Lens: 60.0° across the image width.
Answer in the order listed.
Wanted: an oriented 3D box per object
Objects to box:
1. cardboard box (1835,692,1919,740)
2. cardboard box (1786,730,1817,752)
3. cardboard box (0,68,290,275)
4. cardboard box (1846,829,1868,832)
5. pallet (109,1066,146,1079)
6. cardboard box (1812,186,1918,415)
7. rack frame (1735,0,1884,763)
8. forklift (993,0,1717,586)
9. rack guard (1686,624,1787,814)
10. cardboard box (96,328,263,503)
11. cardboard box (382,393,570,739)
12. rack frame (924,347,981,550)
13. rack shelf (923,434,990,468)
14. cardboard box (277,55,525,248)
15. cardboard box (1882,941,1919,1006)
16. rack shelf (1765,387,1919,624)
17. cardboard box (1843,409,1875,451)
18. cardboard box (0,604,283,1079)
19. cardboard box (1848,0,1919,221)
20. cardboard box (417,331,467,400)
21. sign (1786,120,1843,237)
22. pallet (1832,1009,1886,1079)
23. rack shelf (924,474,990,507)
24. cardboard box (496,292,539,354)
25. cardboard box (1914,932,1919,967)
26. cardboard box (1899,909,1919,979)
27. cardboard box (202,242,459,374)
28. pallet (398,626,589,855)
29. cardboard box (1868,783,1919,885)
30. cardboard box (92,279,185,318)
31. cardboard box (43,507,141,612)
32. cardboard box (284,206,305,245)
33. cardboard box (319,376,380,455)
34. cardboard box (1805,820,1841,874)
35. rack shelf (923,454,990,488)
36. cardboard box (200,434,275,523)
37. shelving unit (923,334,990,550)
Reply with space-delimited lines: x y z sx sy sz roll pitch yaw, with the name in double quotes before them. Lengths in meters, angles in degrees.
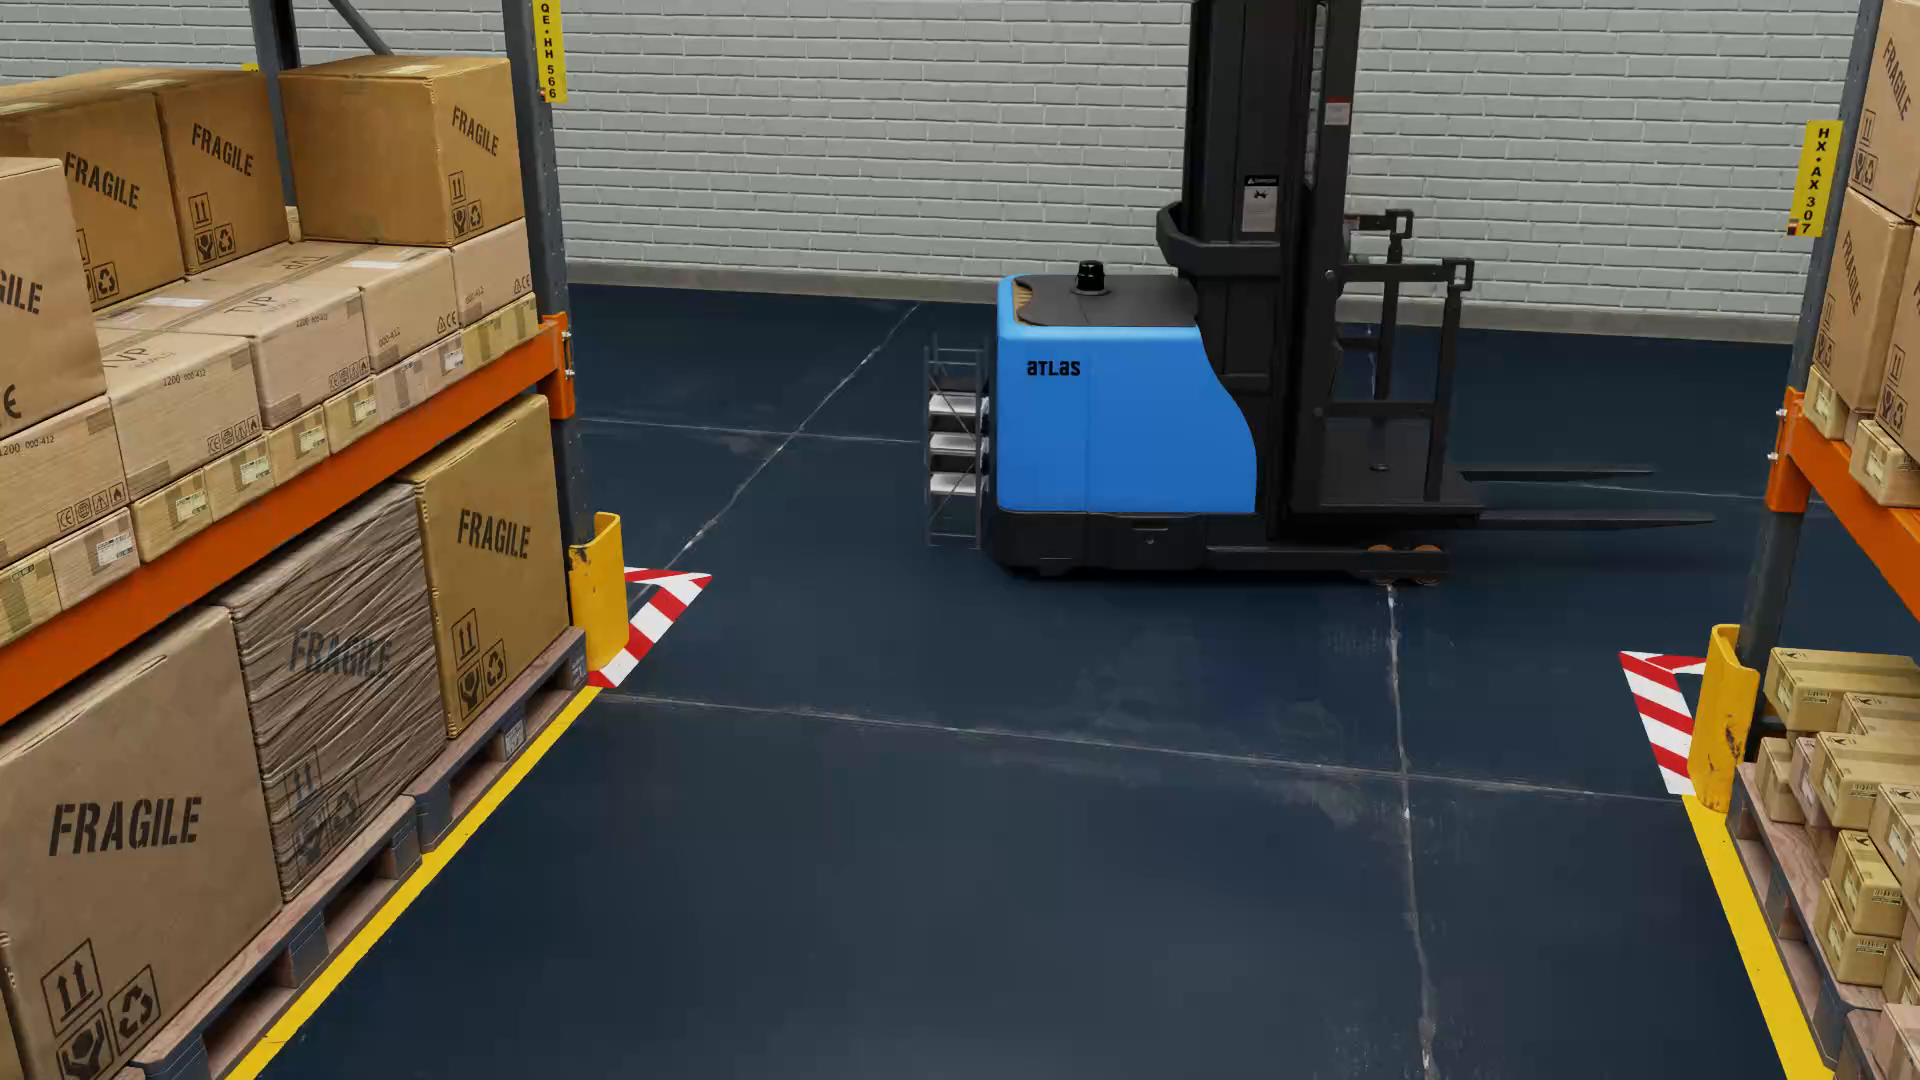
"cardboard box" 2.585 0.545 4.443 0.380 0.149 0.250 5 22 12
"cardboard box" 2.605 0.579 4.756 0.380 0.149 0.250 5 23 13
"cardboard box" -2.336 -1.076 4.809 0.500 0.500 0.500 4 22 10
"cardboard box" 2.531 0.771 4.279 0.380 0.149 0.250 5 22 12
"pallet" -2.456 1.487 3.380 1.003 0.211 1.213 4 22 11
"cardboard box" 2.601 -0.624 4.355 0.500 0.500 0.500 6 23 13
"rack frame" 2.963 -0.583 4.785 1.000 3.000 0.127 4 22 11
"forklift" 1.664 -1.370 6.832 3.031 2.935 1.130 0 22 1
"rack guard" 2.948 0.605 5.183 1.175 0.500 0.348 4 22 11
"cardboard box" -2.021 -0.306 3.901 0.500 0.250 0.500 4 22 11
"cardboard box" -1.924 0.033 5.538 0.875 0.875 0.875 4 22 11
"rack frame" -0.031 -0.382 7.097 0.240 0.900 0.006 4 22 9
"rack shelf" -0.013 -0.389 7.203 0.258 0.077 0.200 4 22 9
"cardboard box" -1.714 -1.216 5.156 0.500 0.500 0.500 5 22 12
"cardboard box" 2.408 1.091 3.883 0.380 0.149 0.250 5 22 11
"rack shelf" 2.555 0.483 3.103 1.077 0.370 4.000 4 22 11
"cardboard box" 2.565 -0.276 4.361 0.380 0.149 0.250 5 23 13
"cardboard box" -2.291 0.692 3.903 0.875 0.875 0.875 4 22 11
"cardboard box" 2.612 -1.087 4.167 0.500 0.500 0.500 4 22 11
"cardboard box" -1.726 -0.538 5.012 0.380 0.149 0.250 5 22 11
"sign" 2.432 -1.025 4.726 0.100 0.325 0.005 4 22 11
"pallet" 2.496 1.478 3.401 1.003 0.211 1.213 4 22 11
"rack shelf" -0.013 -0.222 7.270 0.258 0.077 0.200 4 22 9
"cardboard box" -1.622 -0.726 5.477 0.380 0.149 0.250 5 22 12
"cardboard box" 2.275 0.918 3.518 0.380 0.149 0.250 5 22 12
"cardboard box" 2.411 0.961 3.808 0.380 0.149 0.250 3 22 8
"cardboard box" -1.815 -0.683 4.837 0.500 0.250 0.500 4 22 10
"pallet" -1.958 0.594 5.596 1.003 0.211 1.213 4 22 11
"cardboard box" 2.439 0.724 3.998 0.380 0.149 0.250 3 22 8
"cardboard box" -2.440 -0.537 4.474 0.500 0.250 0.500 4 22 9
"cardboard box" -2.038 0.025 3.613 0.380 0.149 0.250 5 22 12
"cardboard box" -2.234 -0.911 5.403 0.500 0.250 0.500 4 22 9
"cardboard box" -1.829 -0.352 4.549 0.380 0.149 0.250 4 22 10
"cardboard box" 2.570 0.814 4.571 0.380 0.149 0.250 4 22 11
"rack shelf" -0.013 -0.305 7.236 0.258 0.077 0.200 4 22 9
"cardboard box" -1.934 -0.167 4.089 0.380 0.149 0.250 5 22 12
"shelving unit" -0.014 -0.419 7.190 0.258 0.900 0.210 4 22 9
